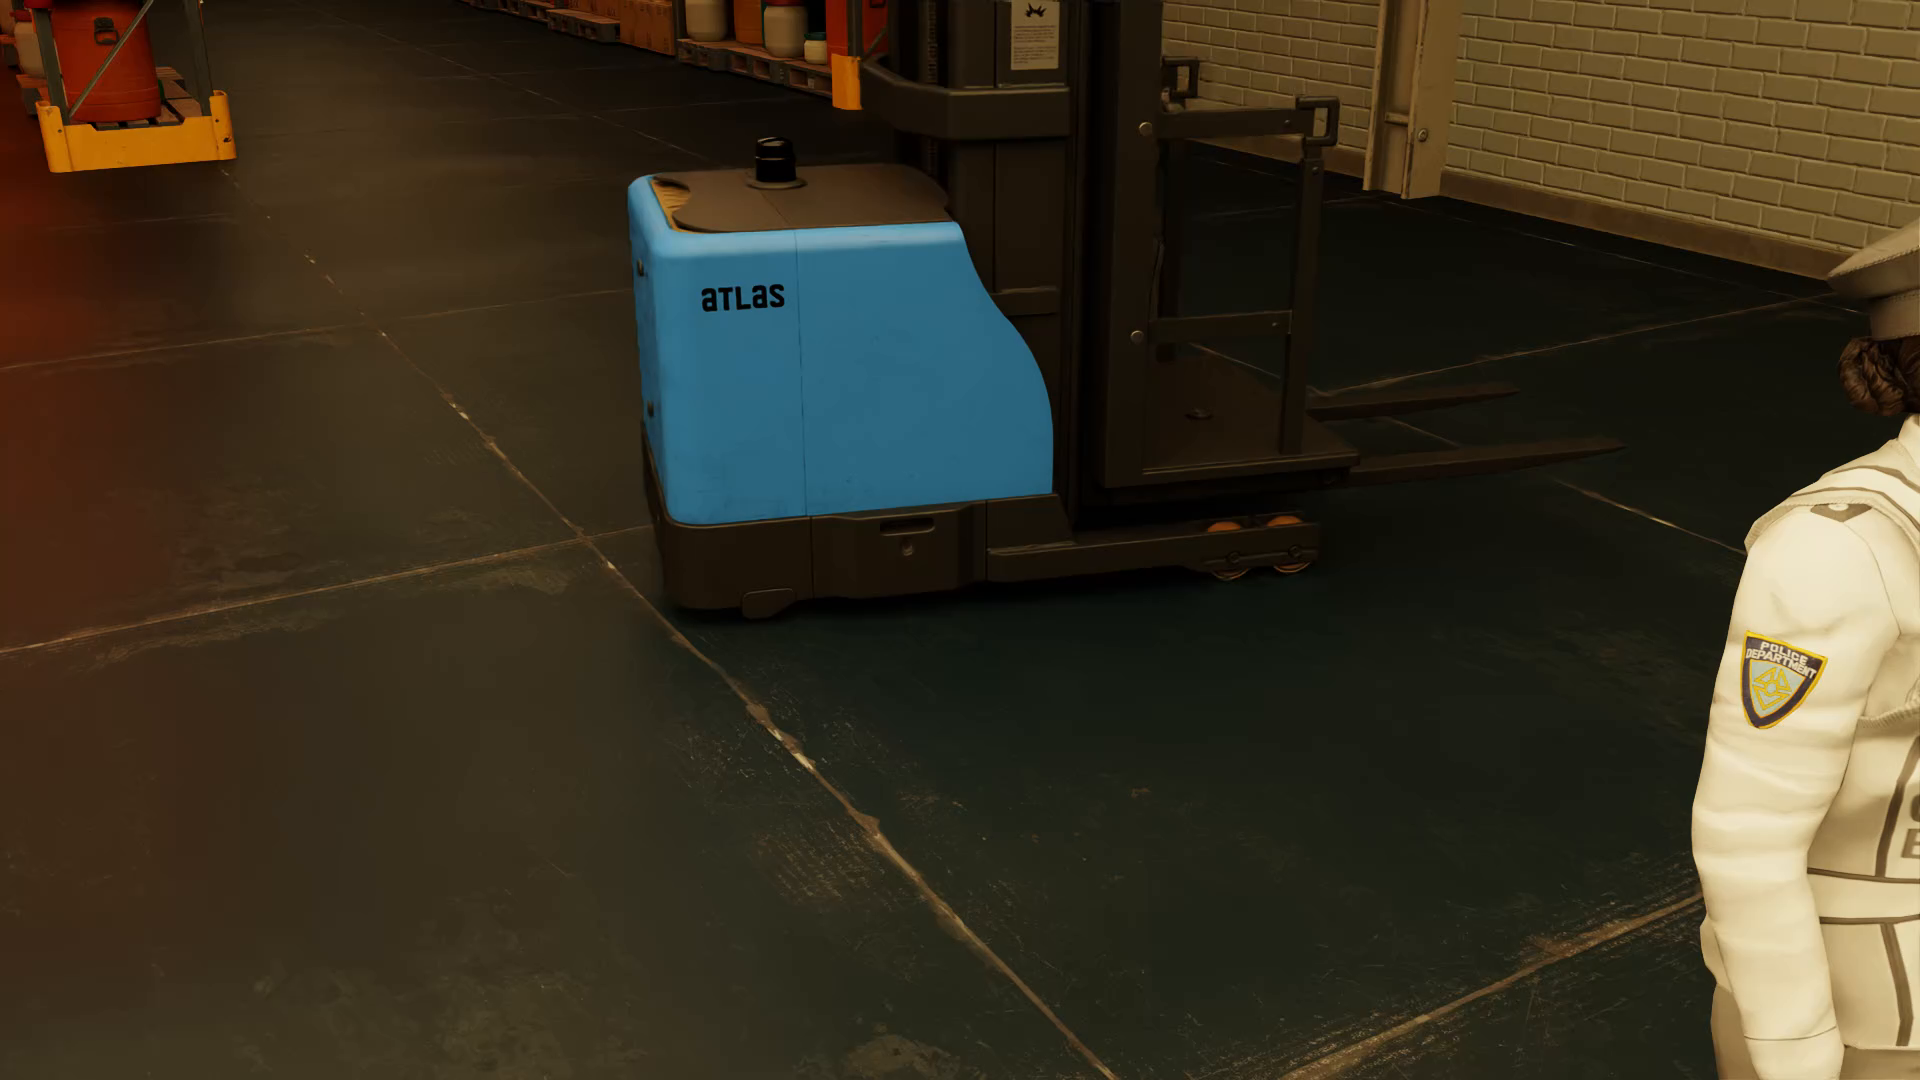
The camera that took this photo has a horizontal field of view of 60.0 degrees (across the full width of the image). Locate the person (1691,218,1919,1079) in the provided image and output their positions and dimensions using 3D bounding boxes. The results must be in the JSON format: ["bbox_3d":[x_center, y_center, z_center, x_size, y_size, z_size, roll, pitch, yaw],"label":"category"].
[{"bbox_3d":[0.996,0.491,1.687,0.587,1.694,0.531,-16,27,-35],"label":"person"}]

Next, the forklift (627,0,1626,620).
[{"bbox_3d":[0.569,-1.428,4.754,3.031,2.935,1.130,-6,23,-13],"label":"forklift"}]
